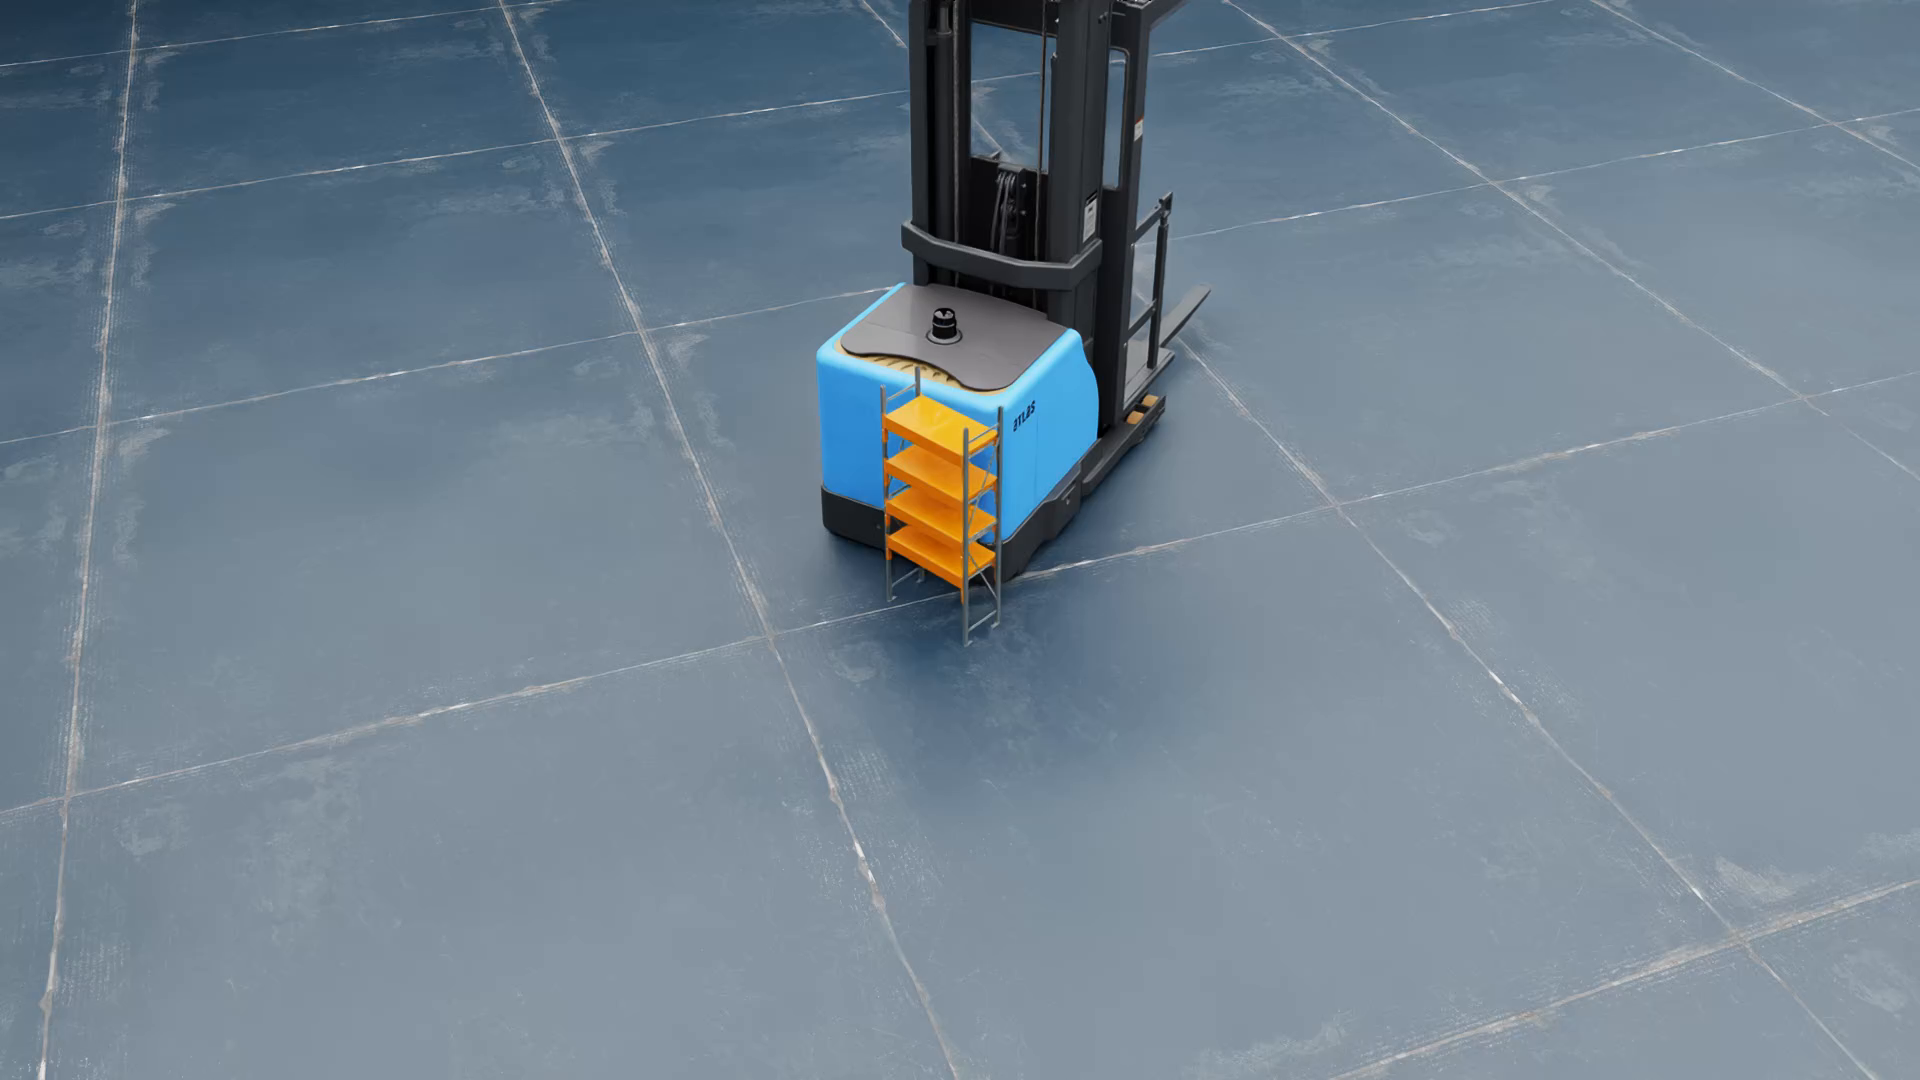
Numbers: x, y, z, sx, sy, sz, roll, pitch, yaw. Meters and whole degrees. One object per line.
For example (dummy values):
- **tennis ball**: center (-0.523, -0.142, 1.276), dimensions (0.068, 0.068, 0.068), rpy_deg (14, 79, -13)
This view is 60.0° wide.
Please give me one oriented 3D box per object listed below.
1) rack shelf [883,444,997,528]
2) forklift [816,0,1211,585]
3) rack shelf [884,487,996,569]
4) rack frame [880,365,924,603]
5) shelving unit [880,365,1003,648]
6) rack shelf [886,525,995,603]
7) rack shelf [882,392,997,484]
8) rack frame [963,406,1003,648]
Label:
- **rack shelf**: center (-0.081, -0.262, 7.401), dimensions (0.480, 0.148, 0.258), rpy_deg (29, 46, 33)
- **forklift**: center (0.474, -1.823, 8.295), dimensions (1.130, 2.935, 3.031), rpy_deg (19, 41, 23)
- **rack shelf**: center (-0.081, -0.083, 7.535), dimensions (0.480, 0.148, 0.258), rpy_deg (29, 46, 33)
- **rack frame**: center (-0.261, -0.236, 7.626), dimensions (0.015, 1.200, 0.240), rpy_deg (29, 46, 33)
- **shelving unit**: center (-0.081, -0.137, 7.495), dimensions (0.503, 1.200, 0.258), rpy_deg (29, 46, 33)
- **rack shelf**: center (-0.081, 0.075, 7.655), dimensions (0.480, 0.148, 0.258), rpy_deg (29, 46, 33)
- **rack shelf**: center (-0.081, -0.451, 7.259), dimensions (0.480, 0.148, 0.258), rpy_deg (29, 46, 33)
- **rack frame**: center (0.099, -0.038, 7.364), dimensions (0.015, 1.200, 0.240), rpy_deg (29, 46, 33)
